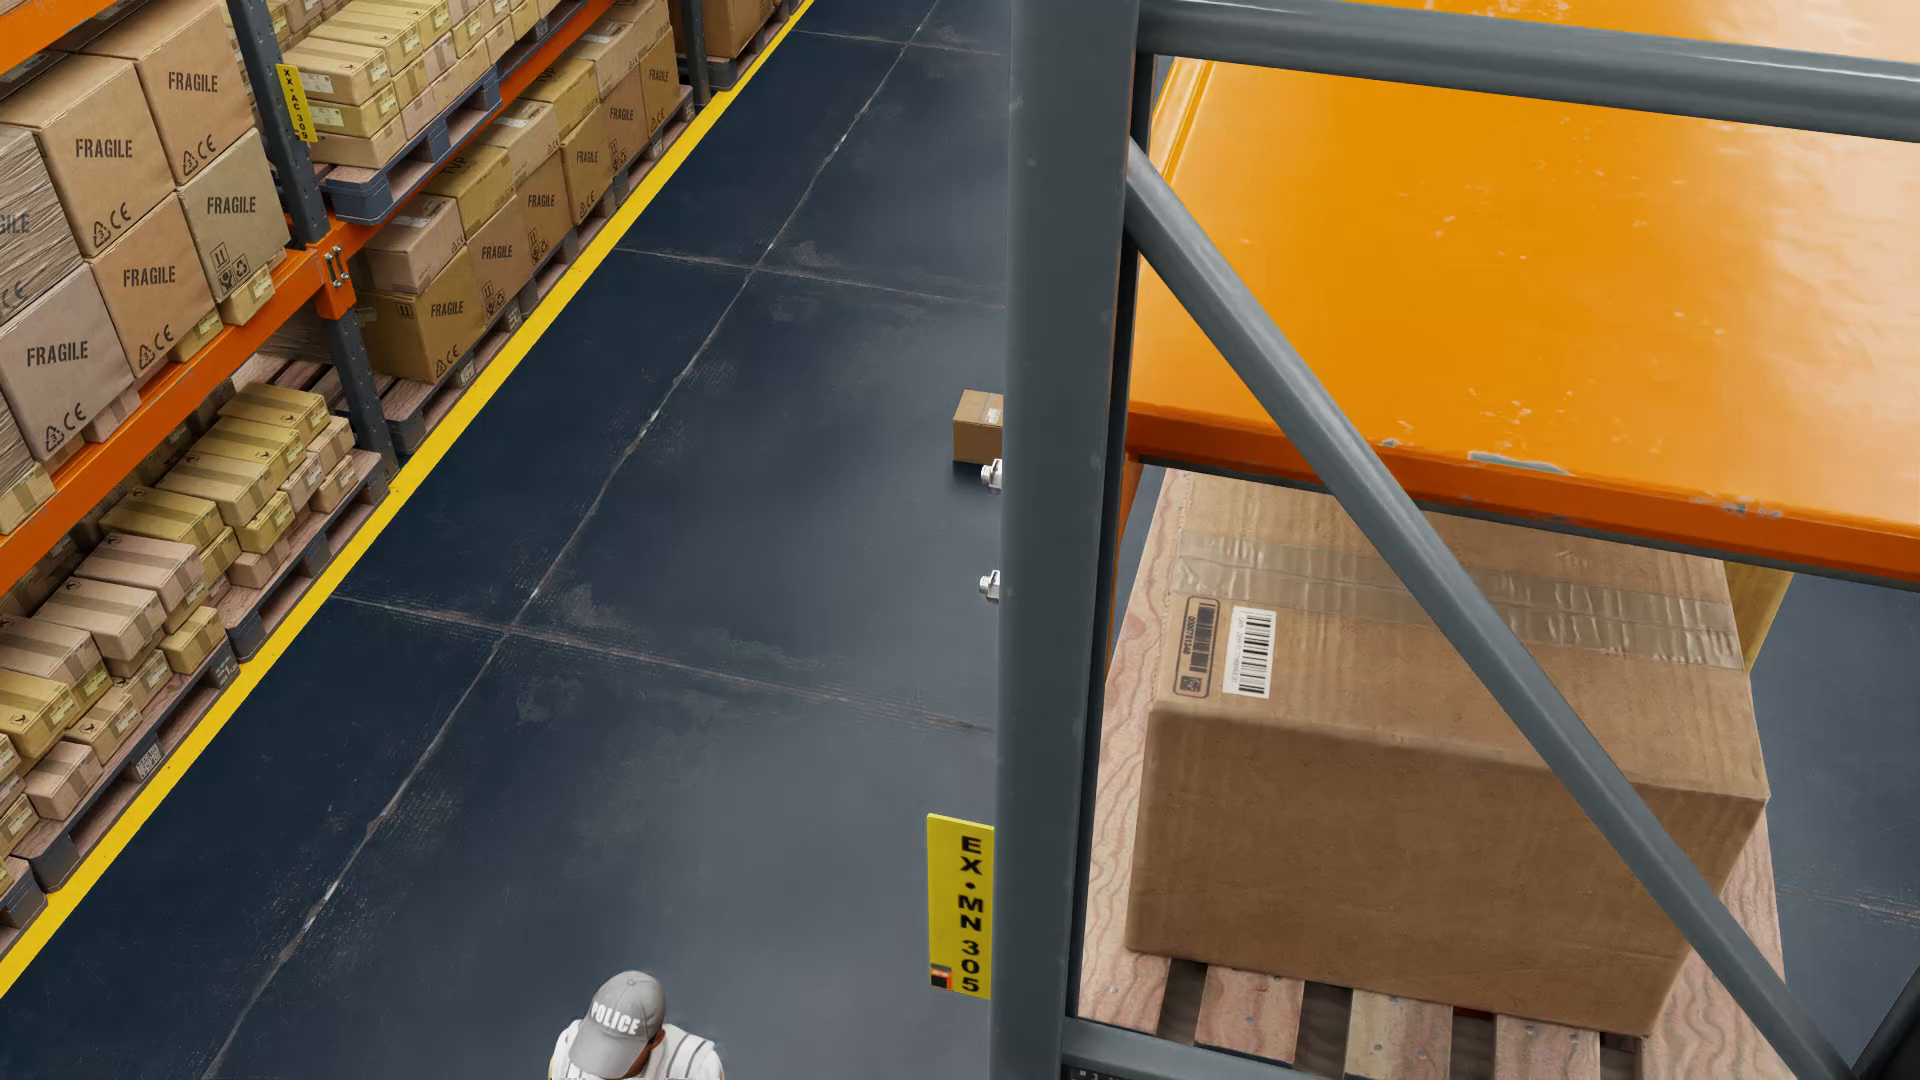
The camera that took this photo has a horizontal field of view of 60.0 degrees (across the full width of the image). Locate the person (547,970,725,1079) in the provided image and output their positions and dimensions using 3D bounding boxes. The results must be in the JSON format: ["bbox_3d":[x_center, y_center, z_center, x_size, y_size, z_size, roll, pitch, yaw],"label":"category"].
[{"bbox_3d":[-0.821,1.677,4.400,0.496,1.630,0.732,10,42,11],"label":"person"}]
